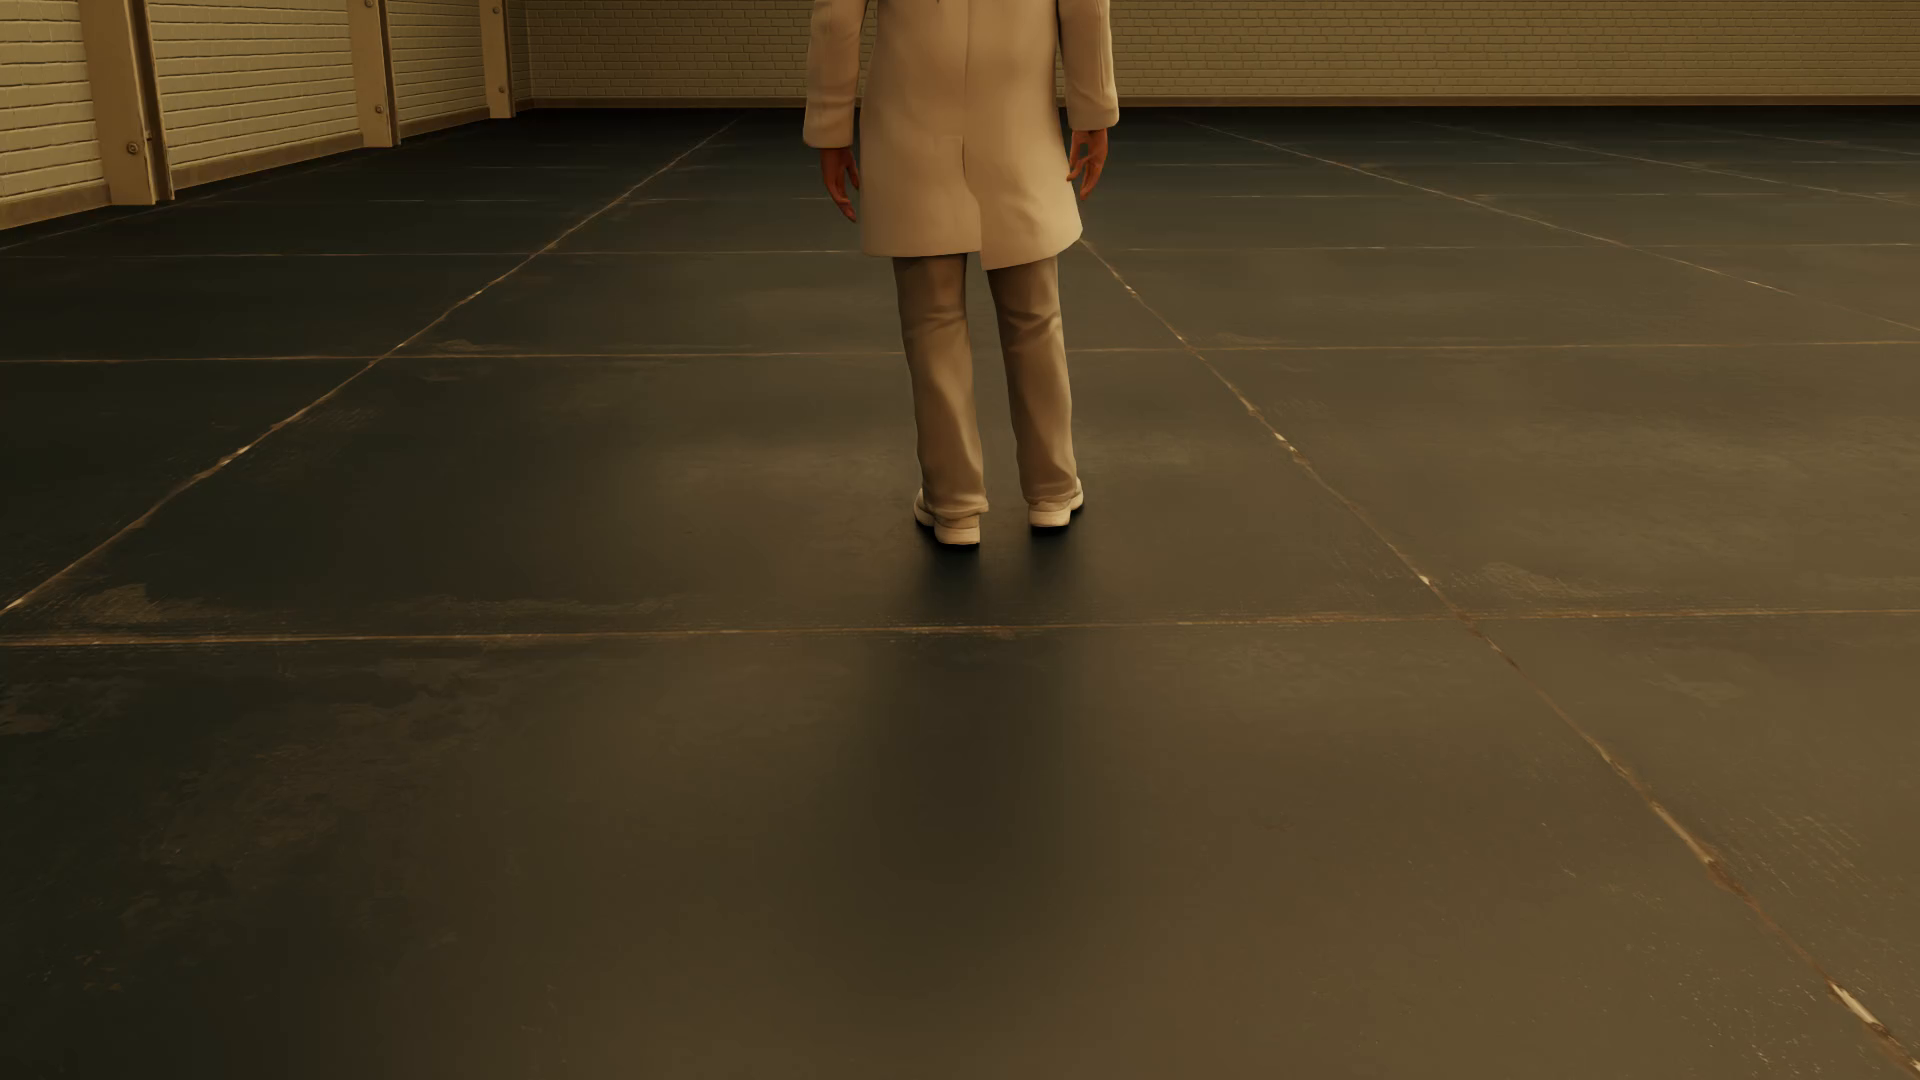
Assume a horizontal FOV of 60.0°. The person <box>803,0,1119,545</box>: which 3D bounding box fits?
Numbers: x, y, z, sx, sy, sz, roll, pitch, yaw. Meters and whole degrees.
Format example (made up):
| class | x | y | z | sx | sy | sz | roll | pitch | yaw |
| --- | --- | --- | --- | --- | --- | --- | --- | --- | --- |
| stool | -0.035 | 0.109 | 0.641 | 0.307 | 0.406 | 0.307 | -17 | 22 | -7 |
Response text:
| class | x | y | z | sx | sy | sz | roll | pitch | yaw |
| --- | --- | --- | --- | --- | --- | --- | --- | --- | --- |
| person | -0.001 | -0.884 | 3.744 | 0.698 | 1.777 | 0.578 | -1 | 17 | -3 |
